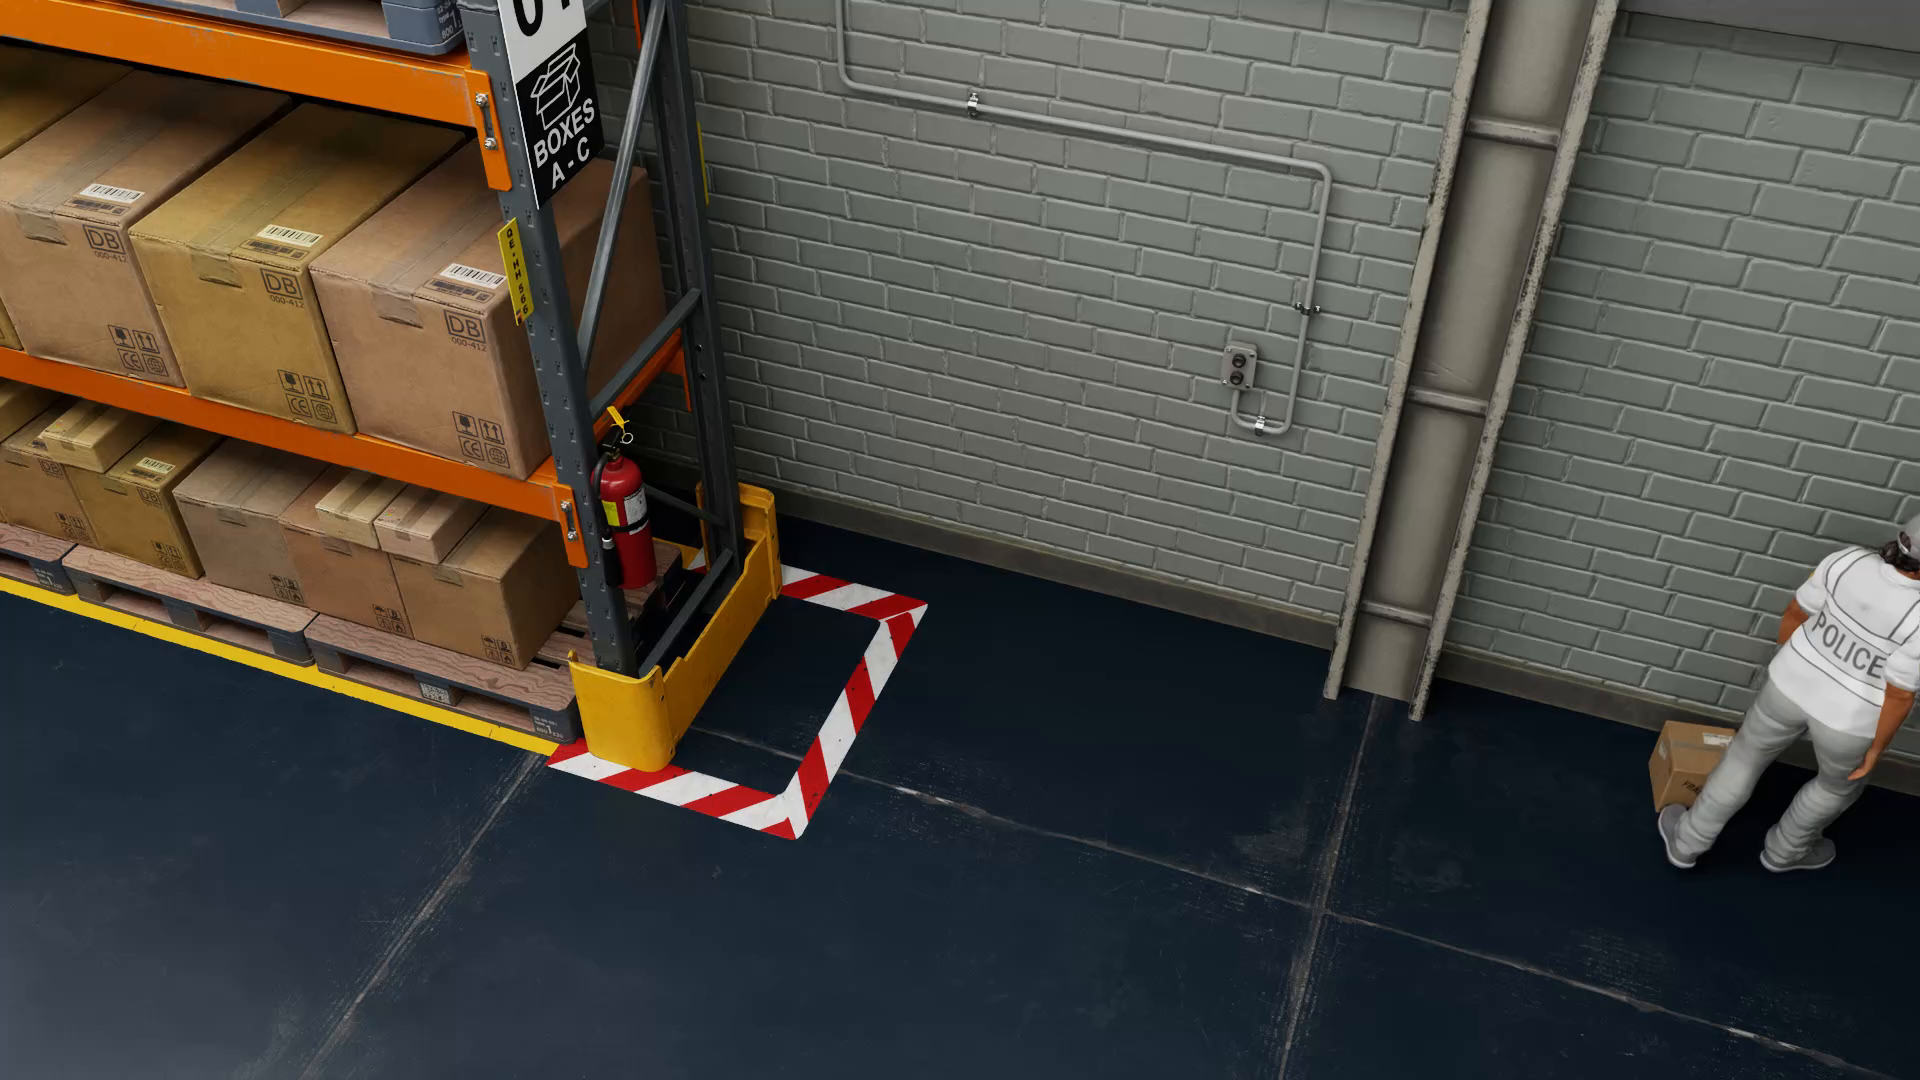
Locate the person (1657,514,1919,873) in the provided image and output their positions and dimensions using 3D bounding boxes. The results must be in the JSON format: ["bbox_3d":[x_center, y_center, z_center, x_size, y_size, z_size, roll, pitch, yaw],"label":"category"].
[{"bbox_3d":[2.866,0.531,5.562,0.585,1.659,0.547,-25,48,-26],"label":"person"}]
